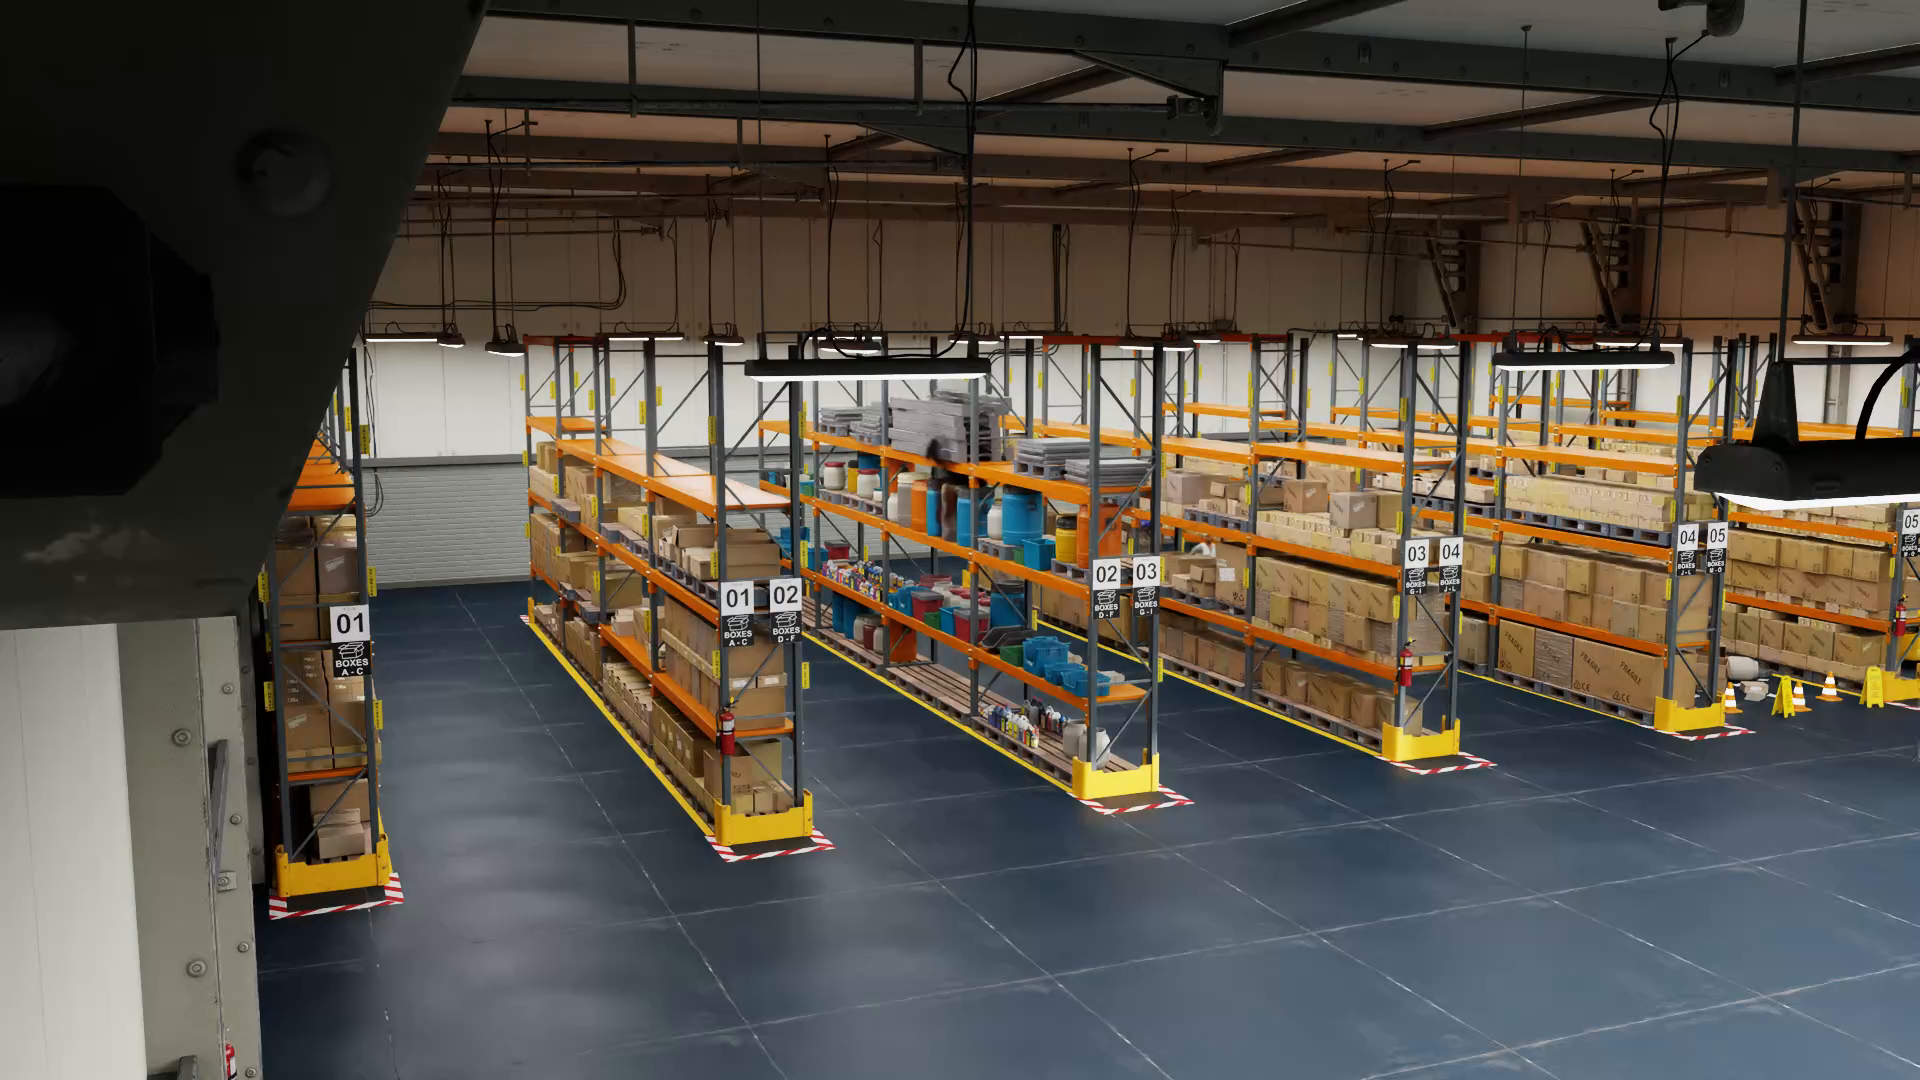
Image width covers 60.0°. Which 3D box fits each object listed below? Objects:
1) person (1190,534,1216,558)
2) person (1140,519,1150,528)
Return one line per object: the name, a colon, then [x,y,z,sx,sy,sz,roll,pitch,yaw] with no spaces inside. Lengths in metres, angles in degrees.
person: [5.368,0.670,35.913,0.641,1.754,0.667,-4,9,-29]
person: [4.521,0.040,41.324,0.681,1.607,0.580,-8,11,-44]
